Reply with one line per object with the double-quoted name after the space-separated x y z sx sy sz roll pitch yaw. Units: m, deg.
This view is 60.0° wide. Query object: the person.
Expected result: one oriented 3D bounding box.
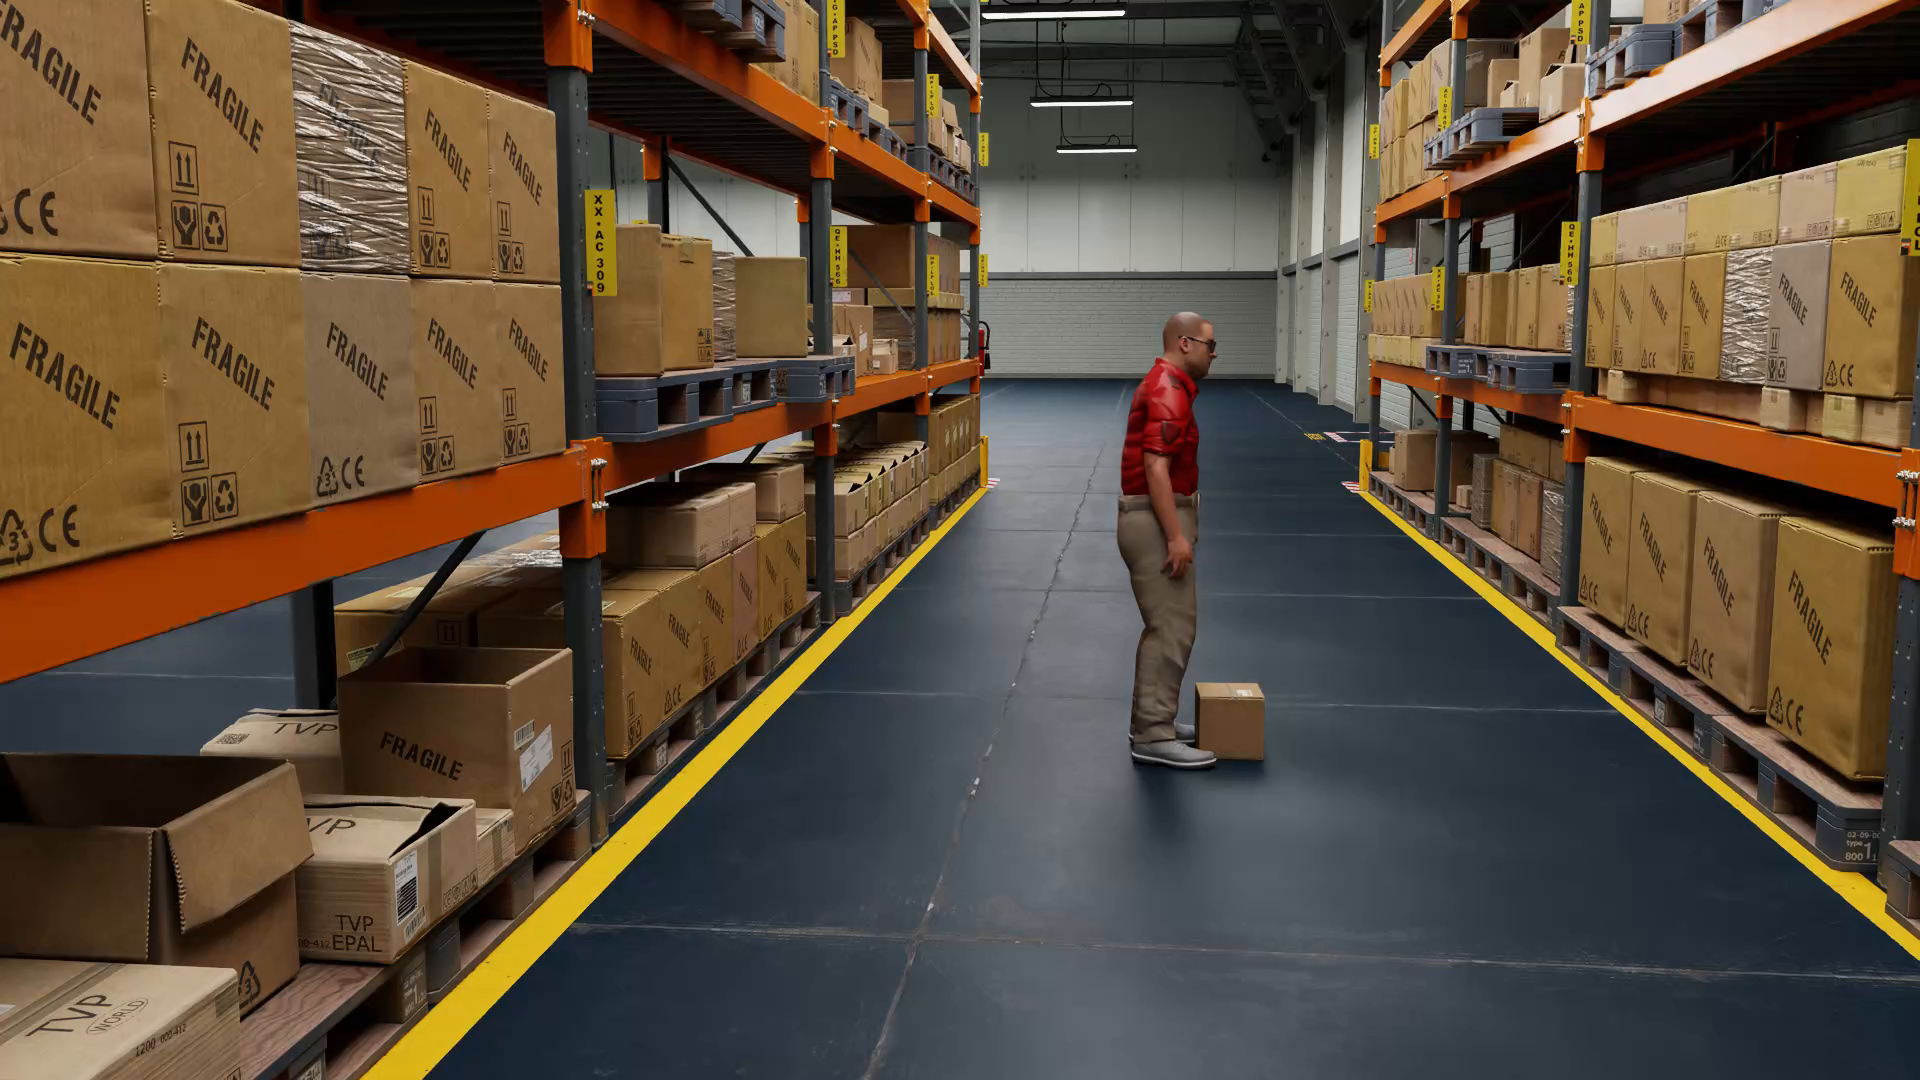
0.810 -0.020 6.496 0.389 1.726 0.588 1 8 6 "person"
